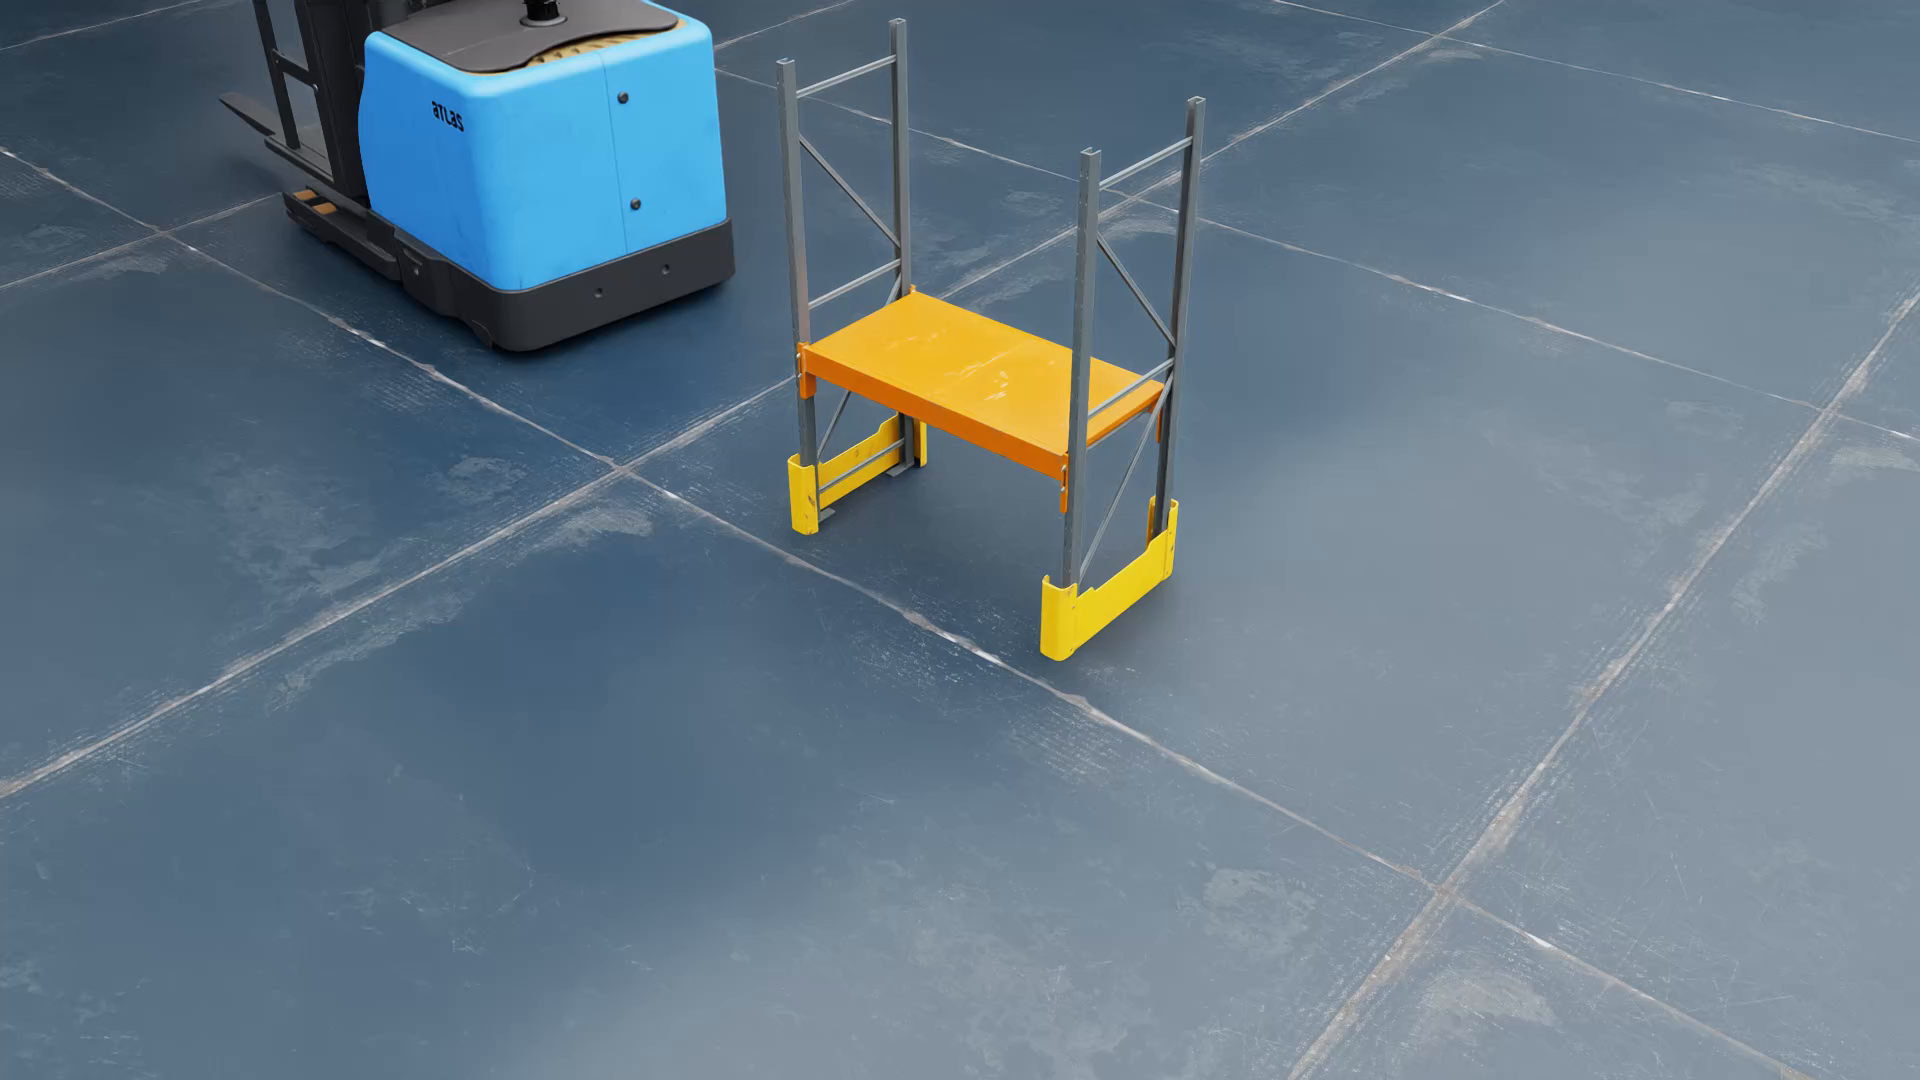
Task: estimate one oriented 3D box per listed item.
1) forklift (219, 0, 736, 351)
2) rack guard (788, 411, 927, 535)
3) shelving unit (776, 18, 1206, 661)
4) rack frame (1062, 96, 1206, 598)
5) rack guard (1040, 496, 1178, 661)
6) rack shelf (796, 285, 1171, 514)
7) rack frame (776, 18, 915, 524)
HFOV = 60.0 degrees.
[{"bbox_3d":[-2.272,-2.650,6.520,1.130,2.935,3.031,-28,43,-34],"label":"forklift"},{"bbox_3d":[-0.324,-0.256,5.402,0.087,0.250,0.587,25,42,32],"label":"rack guard"},{"bbox_3d":[0.059,-0.591,4.785,1.083,1.500,0.587,25,42,32],"label":"shelving unit"},{"bbox_3d":[0.456,-0.403,4.512,0.032,1.500,0.500,25,42,32],"label":"rack frame"},{"bbox_3d":[0.441,0.105,4.876,0.087,0.250,0.587,25,42,32],"label":"rack guard"},{"bbox_3d":[0.066,-0.439,4.882,1.000,0.185,0.538,25,42,32],"label":"rack shelf"},{"bbox_3d":[-0.325,-0.771,5.049,0.032,1.500,0.500,25,42,32],"label":"rack frame"}]
